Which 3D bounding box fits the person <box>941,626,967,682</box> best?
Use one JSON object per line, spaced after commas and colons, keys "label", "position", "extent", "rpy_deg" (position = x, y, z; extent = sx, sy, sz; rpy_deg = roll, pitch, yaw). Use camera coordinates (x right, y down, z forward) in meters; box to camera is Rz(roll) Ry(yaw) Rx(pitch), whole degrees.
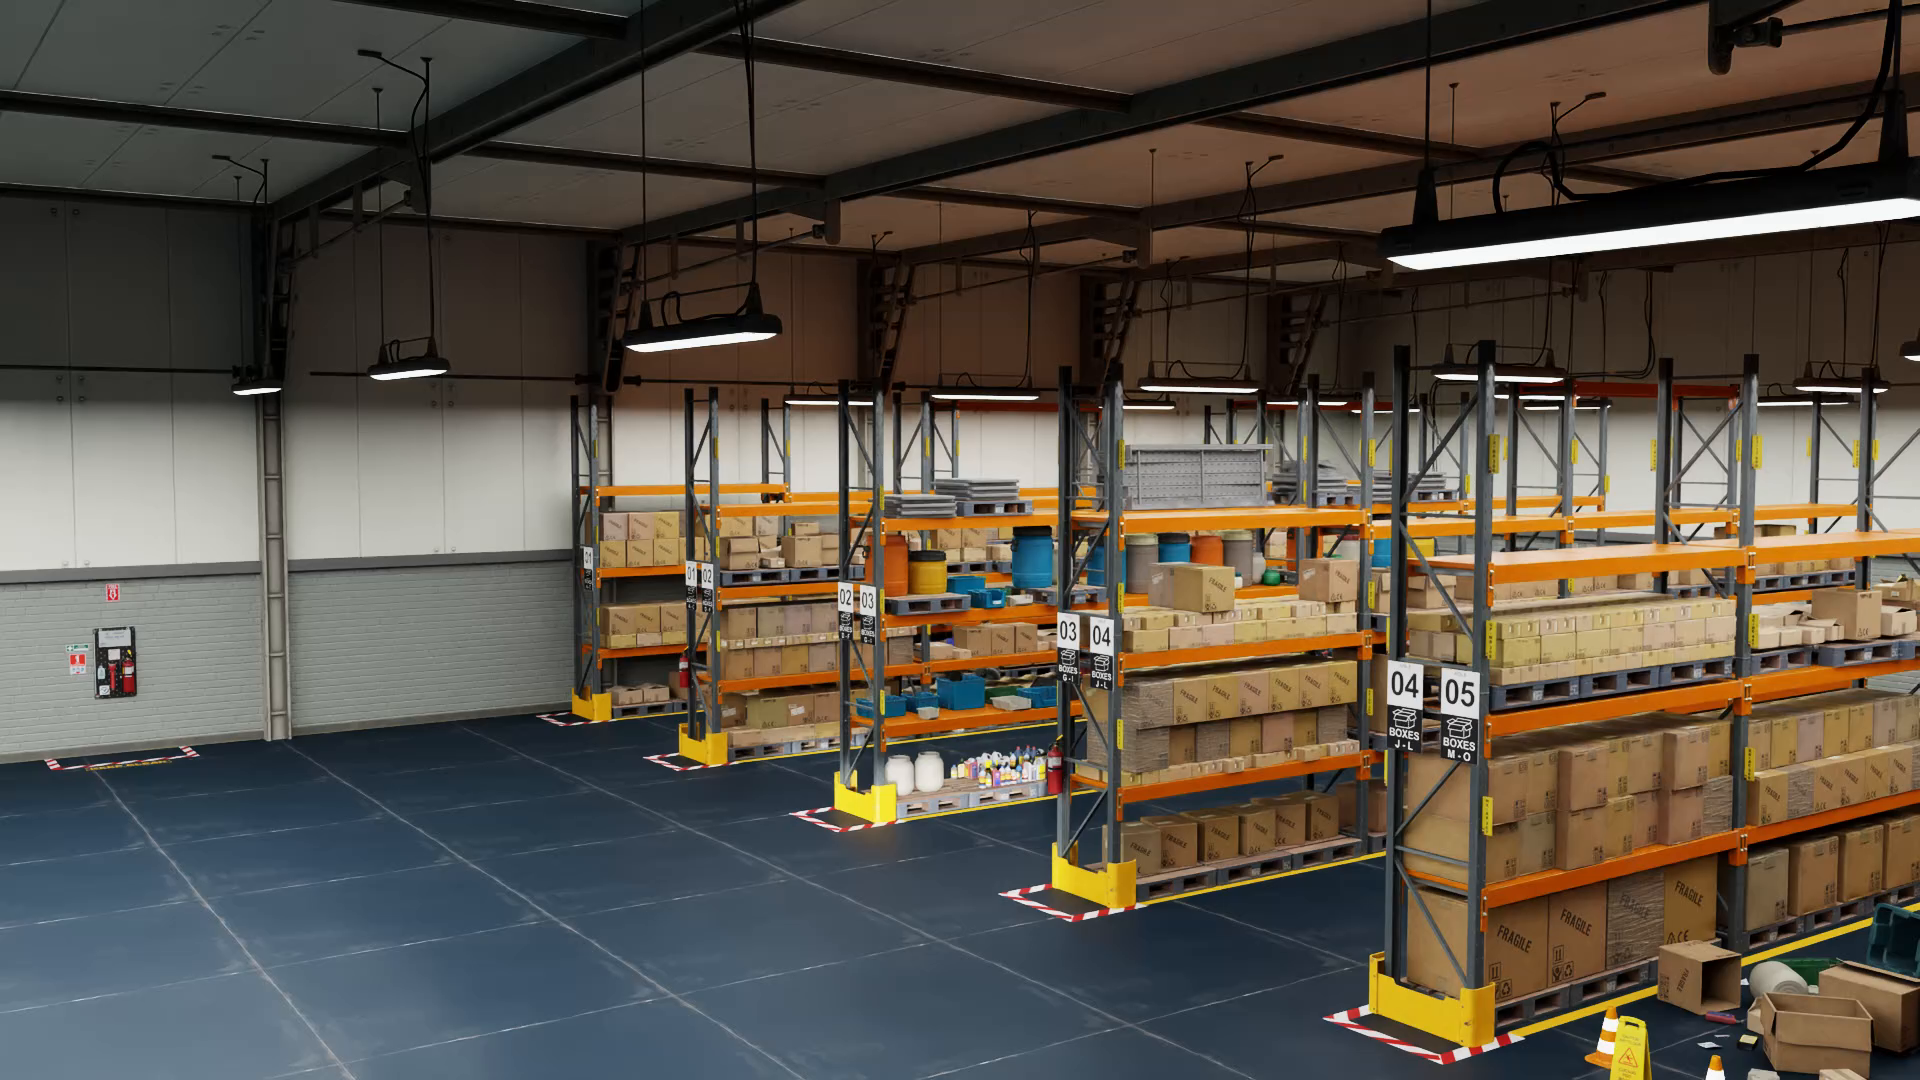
{"label": "person", "position": [-0.142, 2.444, 31.550], "extent": [0.492, 1.624, 0.525], "rpy_deg": [-3, 5, -43]}

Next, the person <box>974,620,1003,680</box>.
{"label": "person", "position": [0.475, 2.135, 33.111], "extent": [1.023, 1.529, 0.466], "rpy_deg": [-2, 4, -29]}
